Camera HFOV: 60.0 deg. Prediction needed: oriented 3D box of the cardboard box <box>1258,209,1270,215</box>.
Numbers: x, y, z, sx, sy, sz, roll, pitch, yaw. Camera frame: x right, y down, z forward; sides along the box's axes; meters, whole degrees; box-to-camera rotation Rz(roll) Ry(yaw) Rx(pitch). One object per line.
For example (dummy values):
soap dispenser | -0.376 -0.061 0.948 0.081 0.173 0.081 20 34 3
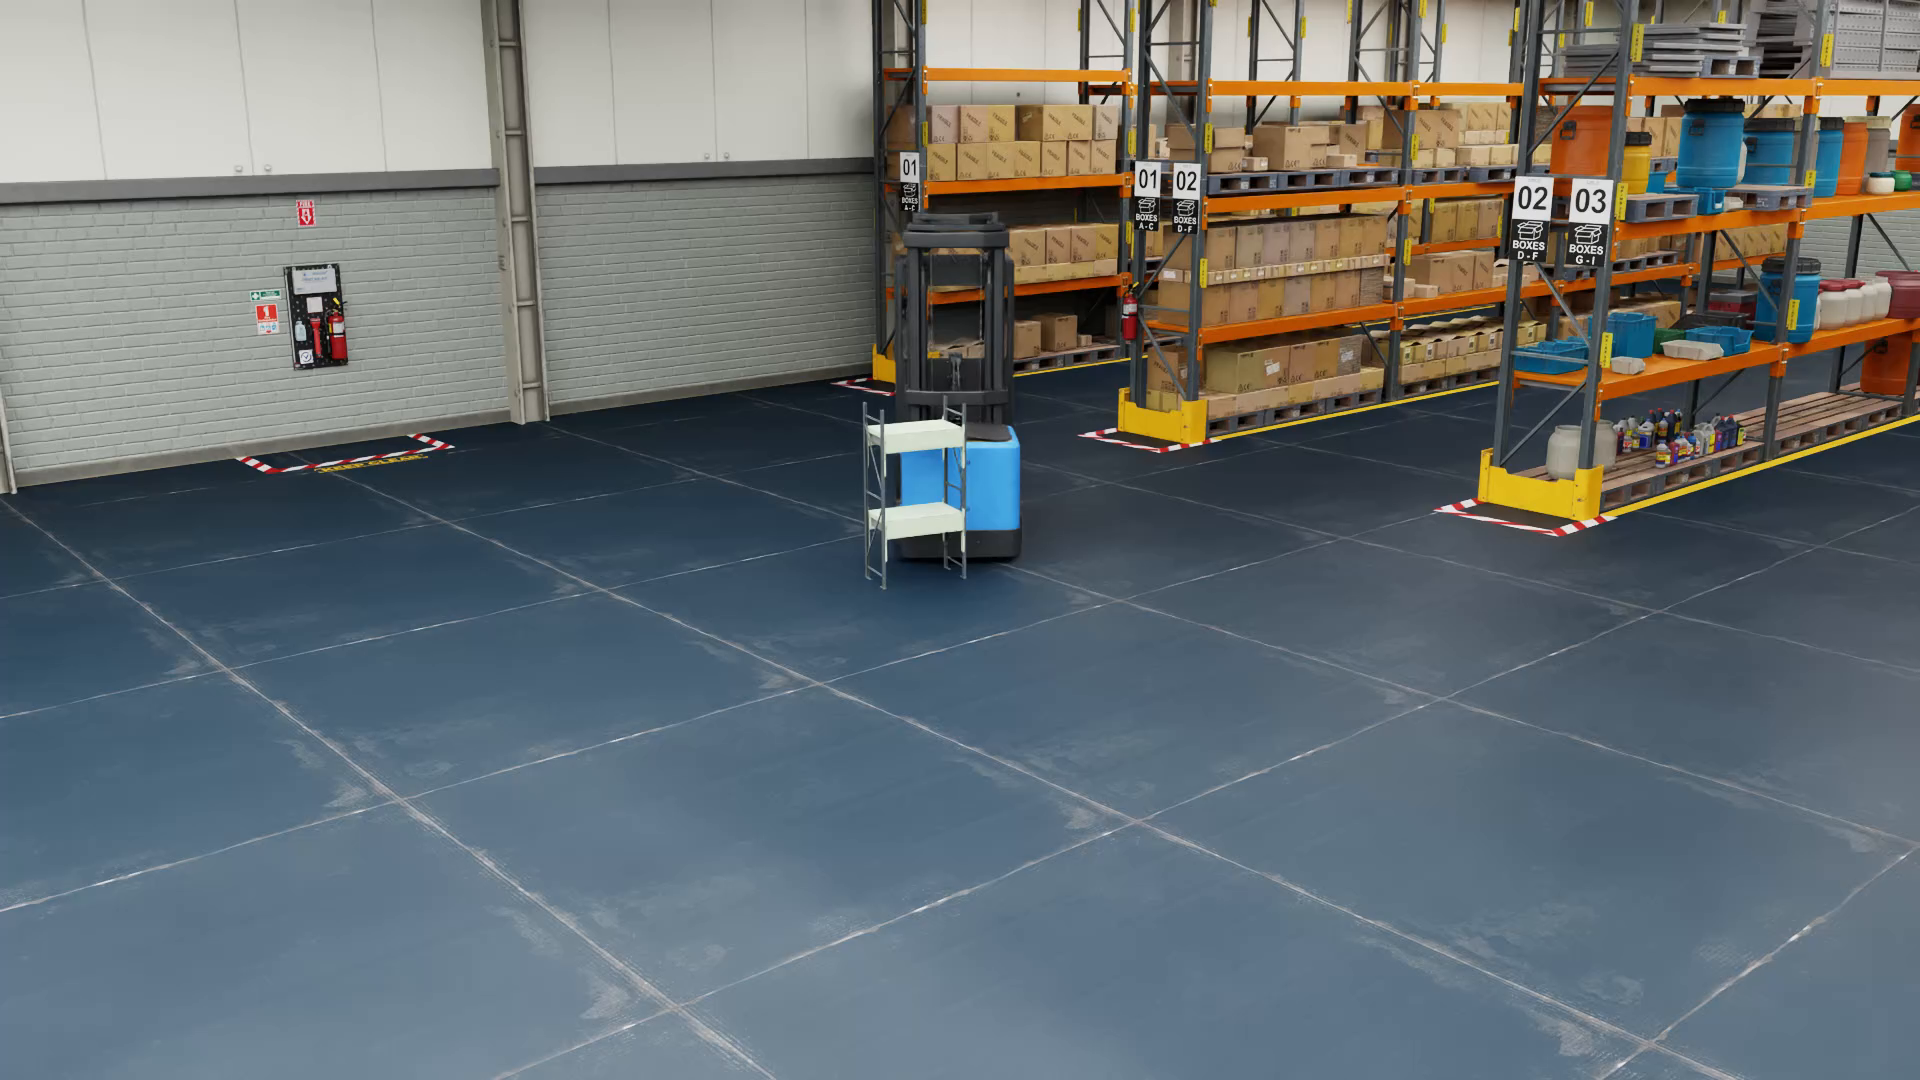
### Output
cardboard box | 4.969 -5.540 27.874 0.380 0.149 0.250 13 20 40

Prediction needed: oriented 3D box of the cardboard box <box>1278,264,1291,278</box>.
cardboard box | 3.837 -3.316 20.400 0.250 0.149 0.380 -13 20 -40

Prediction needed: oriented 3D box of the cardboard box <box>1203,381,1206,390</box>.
cardboard box | 3.009 -1.821 20.768 0.500 0.250 0.500 -13 19 -39

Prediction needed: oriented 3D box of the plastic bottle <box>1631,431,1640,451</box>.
plastic bottle | 7.323 -1.077 18.038 0.097 0.201 0.097 0 15 0

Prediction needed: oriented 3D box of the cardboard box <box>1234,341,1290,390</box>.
cardboard box | 3.724 -2.167 20.613 0.500 0.500 0.500 -13 19 -39

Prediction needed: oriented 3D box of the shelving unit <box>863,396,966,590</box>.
shelving unit | -0.374 -0.402 13.850 0.755 1.500 0.431 -7 16 -25

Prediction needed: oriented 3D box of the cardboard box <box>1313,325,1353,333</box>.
cardboard box | 4.891 -2.608 22.261 0.500 0.500 0.500 -13 19 -39

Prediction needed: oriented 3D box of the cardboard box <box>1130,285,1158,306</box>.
cardboard box | 3.066 -3.923 26.661 0.500 0.250 0.500 -13 20 -41

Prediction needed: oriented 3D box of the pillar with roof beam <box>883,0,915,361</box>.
pillar with roof beam | 1.961 -6.022 20.357 0.400 9.000 9.100 -13 19 -39

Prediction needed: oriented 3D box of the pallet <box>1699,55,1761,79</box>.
pallet | 7.171 -4.685 16.492 1.213 0.211 1.003 -13 19 -39

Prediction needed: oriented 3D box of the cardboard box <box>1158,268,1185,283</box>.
cardboard box | 2.592 -3.174 19.871 0.250 0.149 0.380 -13 20 -40

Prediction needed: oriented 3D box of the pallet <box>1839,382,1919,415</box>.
pallet | 12.280 -1.896 21.938 1.213 0.211 1.003 -13 19 -39

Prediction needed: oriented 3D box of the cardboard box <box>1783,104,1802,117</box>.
cardboard box | 14.122 -7.312 28.867 0.500 0.500 0.700 -13 19 -39

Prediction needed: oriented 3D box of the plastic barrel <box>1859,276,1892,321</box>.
plastic barrel | 11.077 -2.939 20.225 0.421 0.512 0.421 0 15 0

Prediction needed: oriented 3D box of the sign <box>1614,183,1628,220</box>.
sign | 6.036 -3.092 15.182 0.005 0.325 0.100 -13 19 -39

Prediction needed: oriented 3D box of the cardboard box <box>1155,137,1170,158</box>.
cardboard box | 3.122 -6.143 25.980 0.500 0.311 0.500 -12 19 -38

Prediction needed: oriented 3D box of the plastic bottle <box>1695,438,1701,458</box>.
plastic bottle | 7.814 -0.980 17.675 0.097 0.201 0.097 0 15 0

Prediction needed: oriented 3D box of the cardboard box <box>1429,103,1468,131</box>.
cardboard box | 8.949 -7.764 30.521 0.500 0.500 0.500 -13 20 -40

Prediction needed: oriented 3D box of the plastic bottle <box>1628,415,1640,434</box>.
plastic bottle | 7.351 -1.196 18.197 0.185 0.351 0.144 -13 20 -40

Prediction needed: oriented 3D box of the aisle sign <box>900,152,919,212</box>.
aisle sign | -0.683 -4.860 22.595 0.004 0.787 0.394 -13 19 -39

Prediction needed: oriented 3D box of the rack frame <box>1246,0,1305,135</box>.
rack frame | 5.210 -7.928 27.494 0.127 3.000 1.000 -13 19 -39

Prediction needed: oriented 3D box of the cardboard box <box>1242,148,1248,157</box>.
cardboard box | 3.125 -4.605 20.069 0.500 0.250 0.500 -13 19 -39

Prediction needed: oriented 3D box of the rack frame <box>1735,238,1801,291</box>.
rack frame | 14.499 -5.421 29.734 0.127 3.000 1.000 -13 19 -39

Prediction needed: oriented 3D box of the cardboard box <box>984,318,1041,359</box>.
cardboard box | 0.772 -2.990 24.624 0.500 0.500 0.700 -14 21 -43

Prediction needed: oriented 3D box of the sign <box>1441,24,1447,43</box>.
sign | 8.592 -8.992 29.512 0.005 0.325 0.100 -13 19 -39

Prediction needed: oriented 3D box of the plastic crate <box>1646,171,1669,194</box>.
plastic crate | 6.919 -3.569 17.018 0.575 0.384 0.392 -13 19 -39

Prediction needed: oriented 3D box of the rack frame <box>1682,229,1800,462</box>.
rack frame | 8.695 -2.424 18.511 0.127 3.000 1.000 -13 19 -39

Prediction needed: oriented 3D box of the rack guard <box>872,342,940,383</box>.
rack guard | -0.768 -2.480 23.565 0.348 0.500 1.175 -13 19 -39

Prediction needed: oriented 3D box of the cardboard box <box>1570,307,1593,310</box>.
cardboard box | 9.798 -3.453 26.355 0.500 0.500 0.500 -14 20 -41

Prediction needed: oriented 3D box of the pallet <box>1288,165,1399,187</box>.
pallet | 4.820 -4.645 21.188 1.213 0.211 1.003 -13 19 -39

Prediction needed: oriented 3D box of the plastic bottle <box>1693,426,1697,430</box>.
plastic bottle | 7.924 -1.087 17.918 0.133 0.283 0.061 -13 19 -39

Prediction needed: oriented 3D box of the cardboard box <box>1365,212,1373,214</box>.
cardboard box | 6.908 -5.524 29.311 0.500 0.500 0.500 -12 19 -38

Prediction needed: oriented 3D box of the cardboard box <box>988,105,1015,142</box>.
cardboard box | 0.415 -5.847 23.344 0.500 0.500 0.500 -12 19 -38

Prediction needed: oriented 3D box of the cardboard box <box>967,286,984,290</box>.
cardboard box | 0.133 -3.723 23.629 0.500 0.250 0.500 -13 20 -41

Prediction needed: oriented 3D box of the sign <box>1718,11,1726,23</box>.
sign | 11.850 -8.063 25.881 0.005 0.325 0.100 -13 19 -39

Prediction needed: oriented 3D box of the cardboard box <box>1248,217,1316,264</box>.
cardboard box | 3.980 -3.732 20.702 0.500 0.500 0.700 -13 19 -39

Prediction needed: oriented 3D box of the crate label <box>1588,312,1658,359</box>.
crate label | 6.889 -2.127 17.334 0.616 0.435 0.502 -13 19 -39

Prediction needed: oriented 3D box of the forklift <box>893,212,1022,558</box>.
forklift | -0.066 -1.587 15.512 1.130 2.935 3.031 -1 15 -3

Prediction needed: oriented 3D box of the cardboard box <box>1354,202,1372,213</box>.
cardboard box | 6.882 -5.885 29.207 0.500 0.250 0.500 -13 20 -40

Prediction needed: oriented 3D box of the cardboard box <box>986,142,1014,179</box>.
cardboard box | 0.409 -5.363 23.468 0.500 0.500 0.500 -12 19 -37

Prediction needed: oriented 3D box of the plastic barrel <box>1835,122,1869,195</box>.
plastic barrel | 10.458 -4.550 19.827 0.708 0.830 0.600 -13 19 -39

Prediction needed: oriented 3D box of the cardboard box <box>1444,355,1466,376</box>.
cardboard box | 6.689 -2.458 23.153 0.500 0.250 0.500 -13 20 -41

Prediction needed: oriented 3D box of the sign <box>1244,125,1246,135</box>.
sign | 4.851 -6.877 28.214 0.005 0.325 0.100 -13 19 -39

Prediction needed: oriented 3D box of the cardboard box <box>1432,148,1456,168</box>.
cardboard box | 6.330 -5.164 22.435 0.500 0.250 0.500 14 20 42

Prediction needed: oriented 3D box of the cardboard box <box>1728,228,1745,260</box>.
cardboard box | 12.808 -4.997 27.951 0.500 0.500 0.500 -13 20 -40

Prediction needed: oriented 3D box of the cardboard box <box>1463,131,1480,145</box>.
cardboard box | 9.315 -7.485 30.929 0.500 0.250 0.500 -13 20 -41

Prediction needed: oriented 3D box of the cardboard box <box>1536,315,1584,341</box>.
cardboard box | 8.995 -3.092 25.006 0.500 0.500 0.500 -12 19 -37

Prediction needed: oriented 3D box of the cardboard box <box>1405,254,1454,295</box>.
cardboard box | 6.434 -3.653 22.919 0.500 0.500 0.500 -11 18 -35

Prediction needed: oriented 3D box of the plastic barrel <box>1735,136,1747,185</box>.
plastic barrel | 8.242 -4.095 17.925 0.421 0.512 0.421 0 15 0

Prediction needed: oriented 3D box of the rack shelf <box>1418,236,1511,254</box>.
rack shelf | 9.736 -5.699 32.166 4.000 0.370 1.077 -13 19 -39

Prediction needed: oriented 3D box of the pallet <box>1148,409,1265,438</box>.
pallet | 2.979 -1.501 20.462 1.213 0.211 1.003 -13 19 -39

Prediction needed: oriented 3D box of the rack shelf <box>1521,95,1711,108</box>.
rack shelf | 9.973 -6.763 25.299 4.000 0.370 1.077 -13 19 -39

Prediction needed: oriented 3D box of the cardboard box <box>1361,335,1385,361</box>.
cardboard box | 5.564 -2.658 22.817 0.500 0.311 0.500 -13 19 -39

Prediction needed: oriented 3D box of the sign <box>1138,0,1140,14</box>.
sign | 2.084 -6.207 19.086 0.005 0.325 0.100 -13 19 -39

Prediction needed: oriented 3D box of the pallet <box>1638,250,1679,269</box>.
pallet | 10.807 -4.537 26.794 1.213 0.211 1.003 -13 19 -39

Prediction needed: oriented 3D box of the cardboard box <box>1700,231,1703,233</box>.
cardboard box | 12.022 -5.300 27.149 0.500 0.500 0.500 -12 19 -38

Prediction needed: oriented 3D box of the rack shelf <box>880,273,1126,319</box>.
rack shelf | 0.683 -3.666 24.556 4.000 0.370 1.077 -13 19 -39

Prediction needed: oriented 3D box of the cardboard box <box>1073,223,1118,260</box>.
cardboard box | 2.038 -4.511 25.126 0.500 0.500 0.500 -13 20 -39
